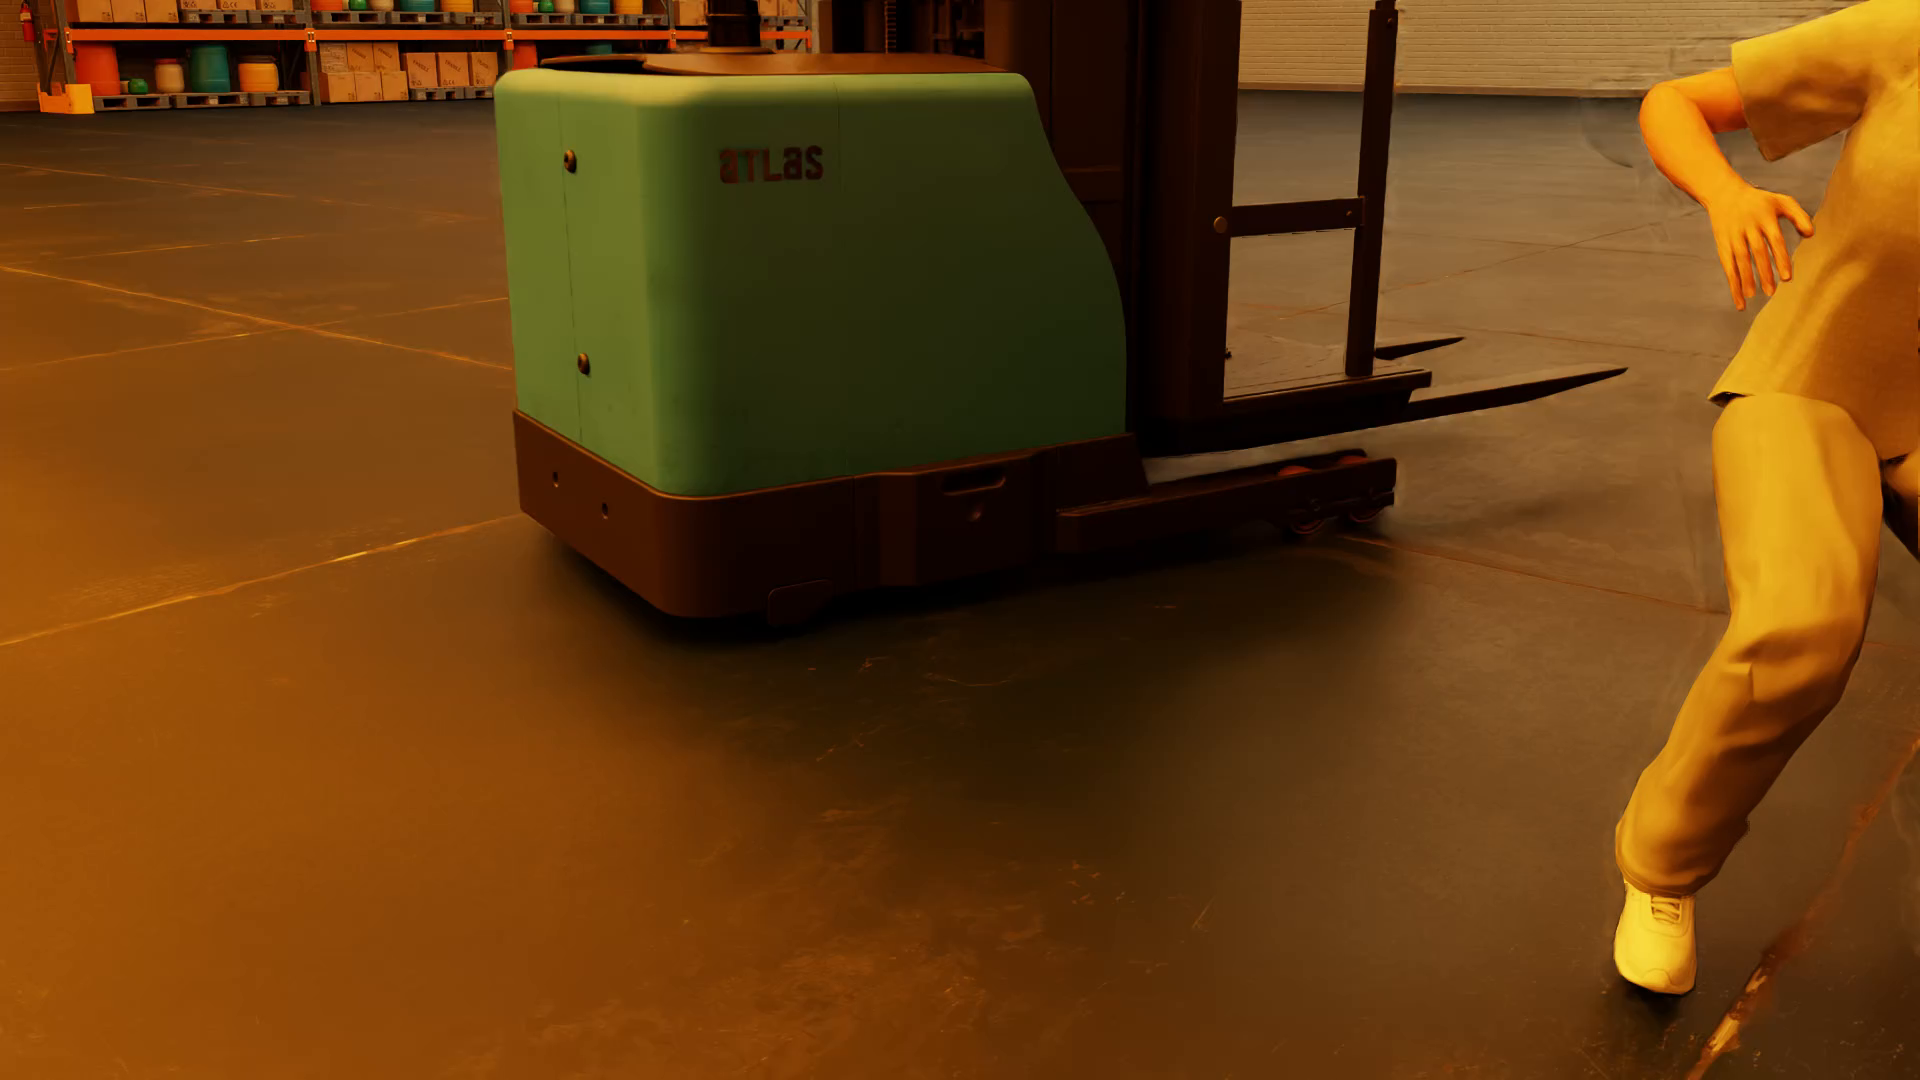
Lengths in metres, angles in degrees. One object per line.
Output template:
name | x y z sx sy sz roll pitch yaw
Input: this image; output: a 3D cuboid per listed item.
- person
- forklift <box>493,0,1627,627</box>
person | 1.111 -0.082 1.856 0.727 1.416 0.805 6 18 18
forklift | 0.472 -1.533 3.947 3.031 2.935 1.130 -10 20 -31
